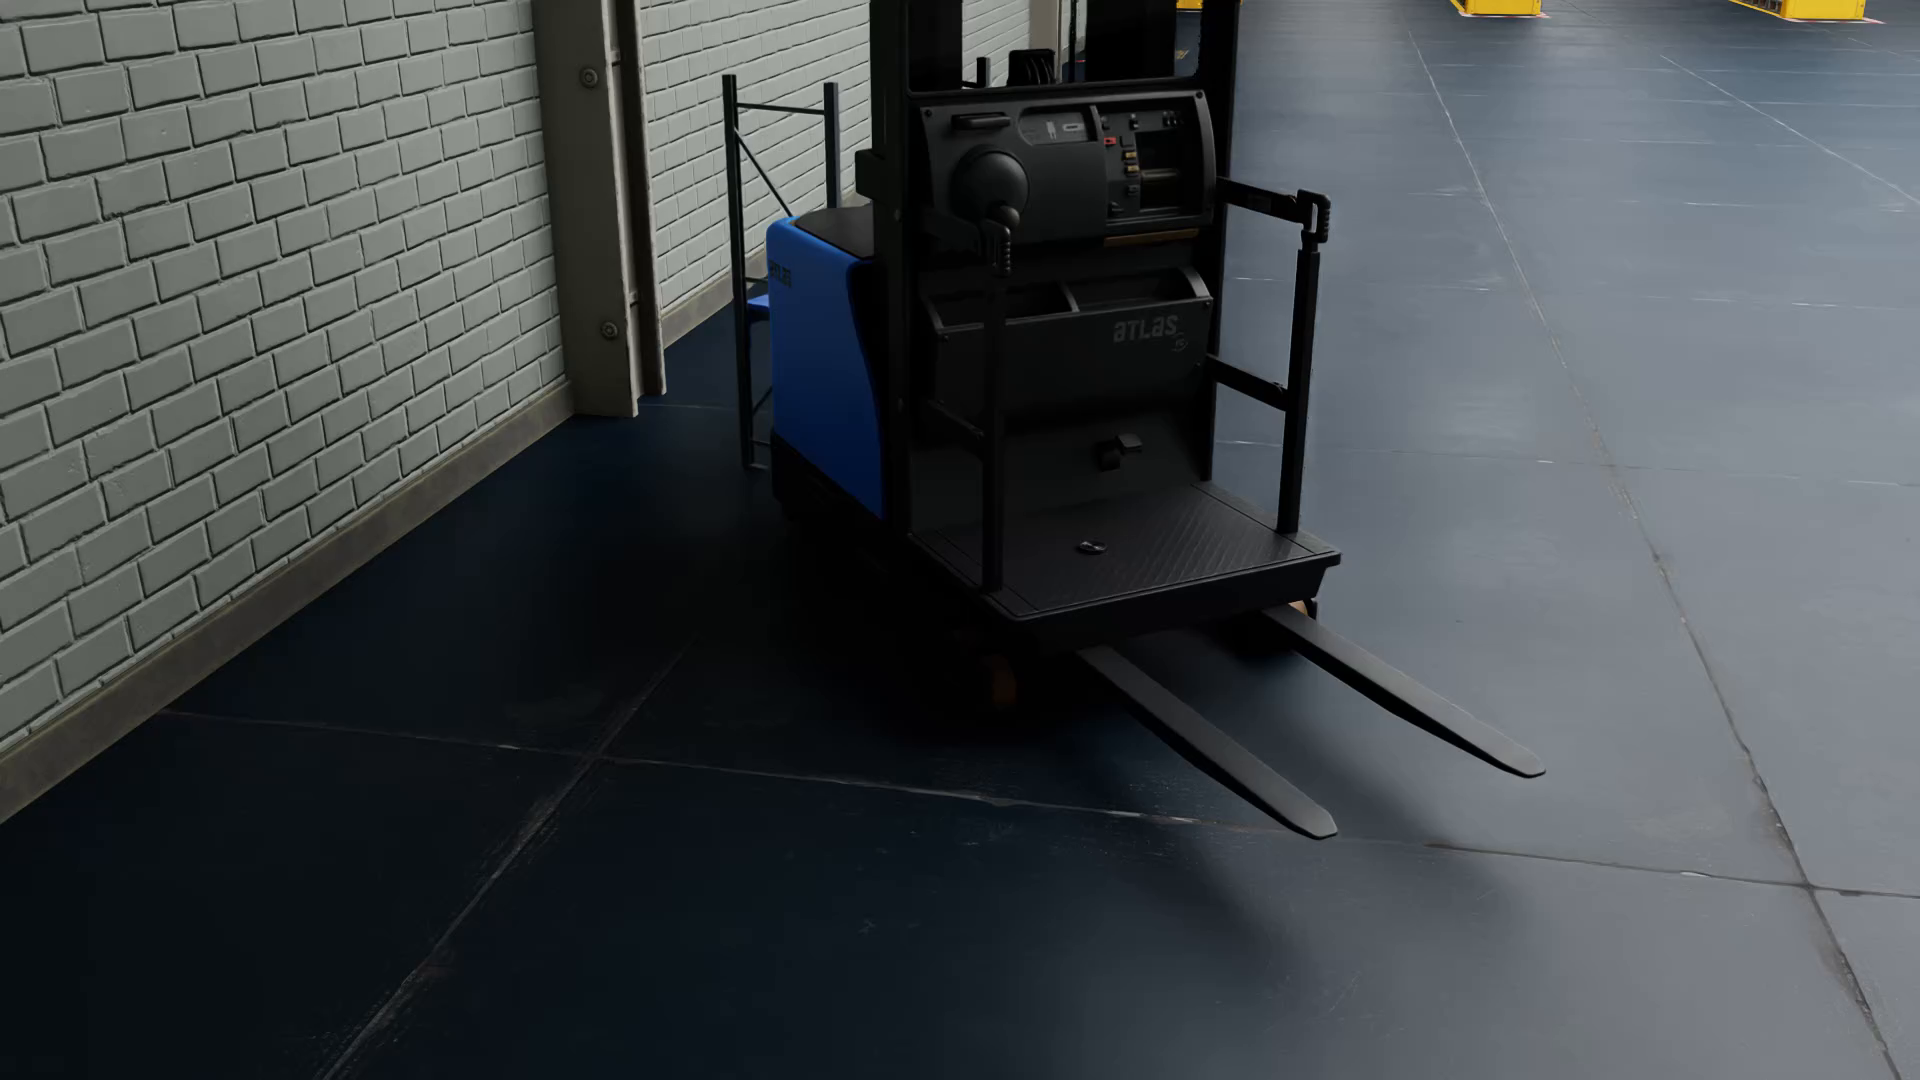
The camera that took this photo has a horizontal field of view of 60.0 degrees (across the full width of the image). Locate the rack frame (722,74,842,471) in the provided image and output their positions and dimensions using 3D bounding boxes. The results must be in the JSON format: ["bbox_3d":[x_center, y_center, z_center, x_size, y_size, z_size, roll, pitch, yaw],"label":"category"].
[{"bbox_3d":[-0.644,-0.945,6.193,0.500,1.500,0.032,13,25,30],"label":"rack frame"}]

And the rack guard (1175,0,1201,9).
[{"bbox_3d":[4.100,-9.327,28.344,1.175,0.500,0.348,4,22,11],"label":"rack guard"}]

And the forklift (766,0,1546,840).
[{"bbox_3d":[0.416,-1.062,4.568,1.130,2.935,3.031,-10,24,-24],"label":"forklift"}]

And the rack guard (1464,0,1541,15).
[{"bbox_3d":[8.929,-8.914,27.319,1.175,0.500,0.348,4,22,11],"label":"rack guard"}]

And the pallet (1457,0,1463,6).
[{"bbox_3d":[9.301,-9.517,29.201,1.003,0.211,1.213,4,22,11],"label":"pallet"}]

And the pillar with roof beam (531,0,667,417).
[{"bbox_3d":[2.697,-4.458,4.878,9.100,9.000,0.400,4,22,11],"label":"pillar with roof beam"}]

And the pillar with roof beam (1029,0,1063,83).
[{"bbox_3d":[5.146,-8.847,15.775,9.100,9.000,0.400,4,22,11],"label":"pillar with roof beam"}]

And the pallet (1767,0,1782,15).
[{"bbox_3d":[13.923,-8.738,27.268,1.003,0.211,1.213,4,22,11],"label":"pallet"}]

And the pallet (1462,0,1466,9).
[{"bbox_3d":[9.049,-9.072,28.097,1.003,0.211,1.213,4,22,11],"label":"pallet"}]

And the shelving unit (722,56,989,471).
[{"bbox_3d":[-0.373,-1.106,6.592,0.538,1.500,1.048,13,25,30],"label":"shelving unit"}]

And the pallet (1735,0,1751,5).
[{"bbox_3d":[14.421,-9.631,29.484,1.003,0.211,1.213,4,22,11],"label":"pallet"}]

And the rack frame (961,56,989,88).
[{"bbox_3d":[-0.103,-1.267,6.992,0.500,1.500,0.032,13,25,30],"label":"rack frame"}]

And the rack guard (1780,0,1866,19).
[{"bbox_3d":[13.752,-8.576,26.478,1.175,0.500,0.348,4,22,11],"label":"rack guard"}]

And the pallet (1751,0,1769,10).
[{"bbox_3d":[14.174,-9.183,28.373,1.003,0.211,1.213,4,22,11],"label":"pallet"}]

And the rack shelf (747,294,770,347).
[{"bbox_3d":[-0.373,-0.939,6.659,0.538,0.185,1.000,13,25,30],"label":"rack shelf"}]
